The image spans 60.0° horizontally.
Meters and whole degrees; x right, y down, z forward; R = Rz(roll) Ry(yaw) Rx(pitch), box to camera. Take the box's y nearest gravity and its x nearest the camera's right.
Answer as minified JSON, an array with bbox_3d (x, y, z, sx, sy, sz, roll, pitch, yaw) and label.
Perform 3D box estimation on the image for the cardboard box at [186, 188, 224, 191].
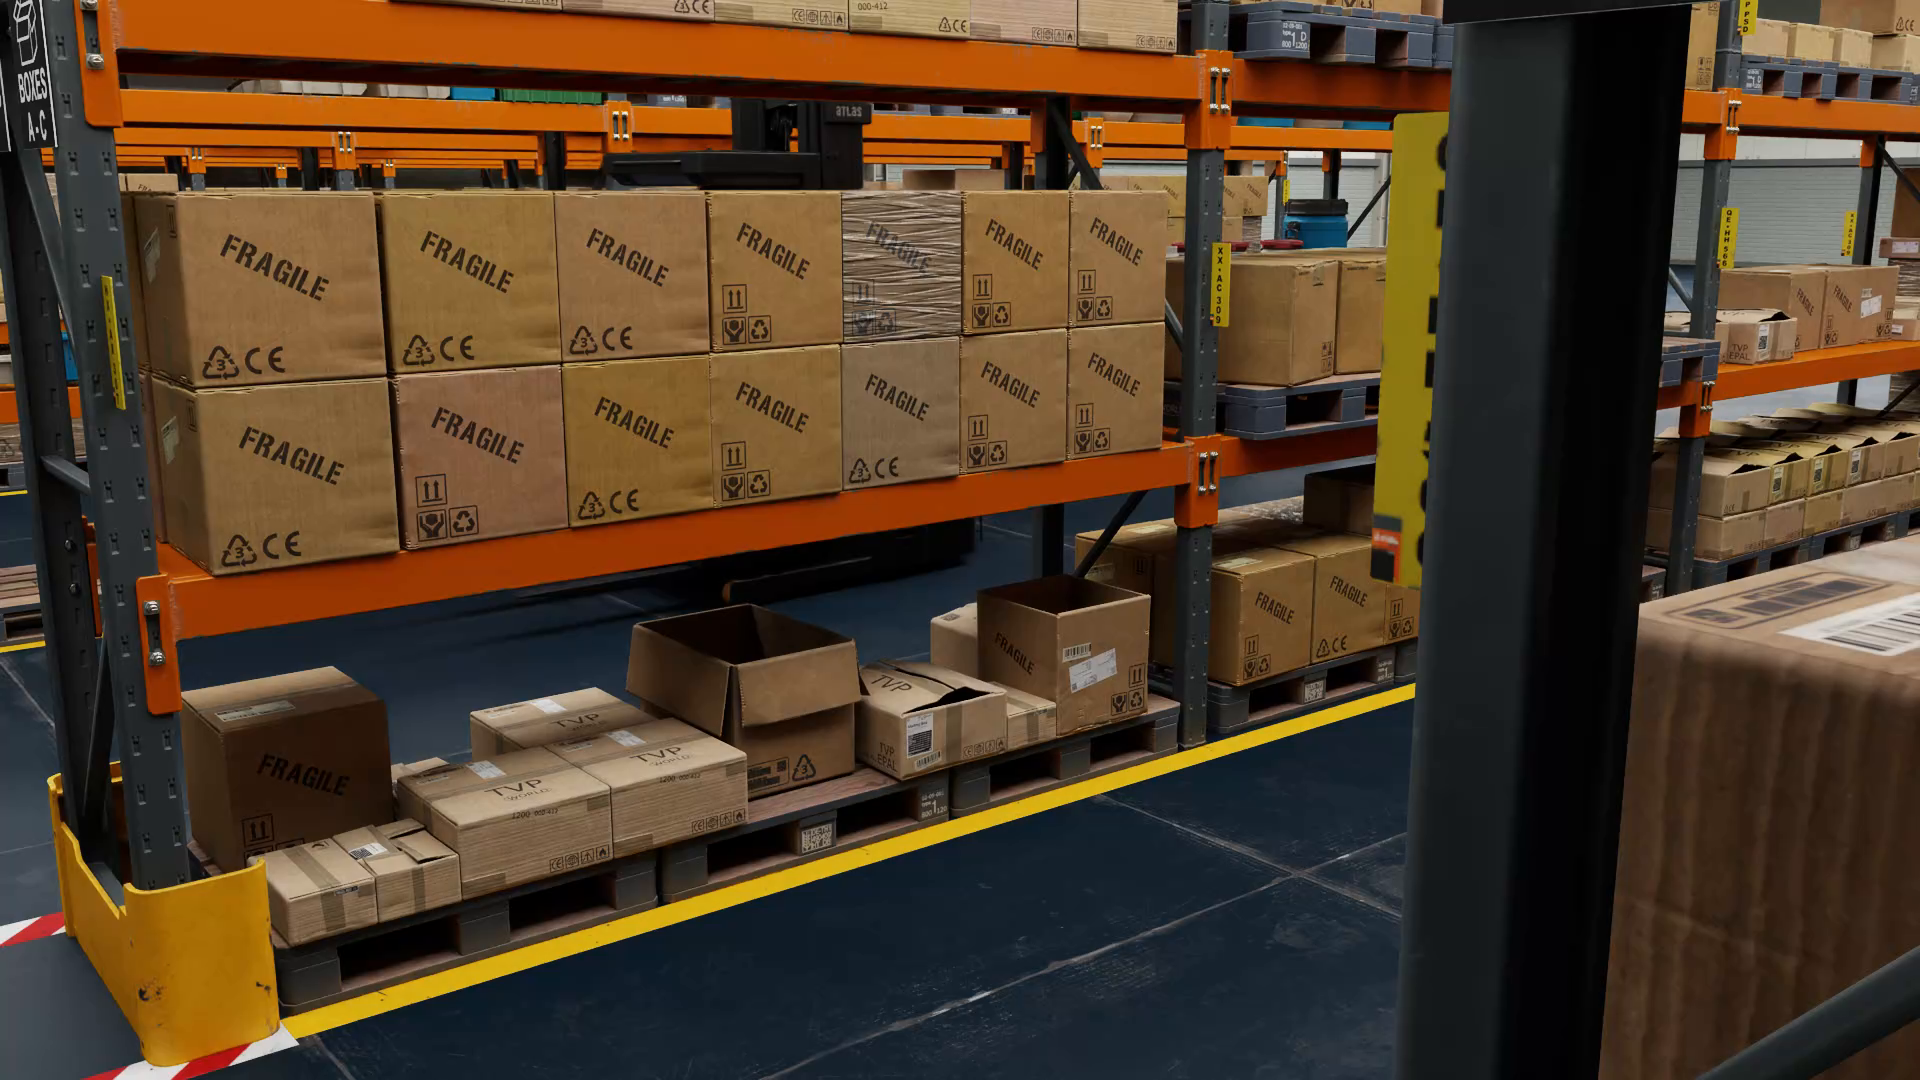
[{"bbox_3d":[-10.398,-4.571,22.786,0.500,0.500,0.500,-10,16,-39],"label":"cardboard box"}]

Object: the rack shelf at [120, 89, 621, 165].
[{"bbox_3d":[-3.971,-2.333,9.402,4.000,0.370,1.077,-9,15,-38],"label":"rack shelf"}]

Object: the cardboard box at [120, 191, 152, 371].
[{"bbox_3d":[-2.265,-0.794,4.999,0.500,0.500,0.500,-10,15,-38],"label":"cardboard box"}]

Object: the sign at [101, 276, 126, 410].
[{"bbox_3d":[-2.102,-0.489,4.127,0.005,0.325,0.100,-9,15,-38],"label":"sign"}]

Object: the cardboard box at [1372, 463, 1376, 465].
[{"bbox_3d":[2.385,-0.250,8.239,0.500,0.250,0.500,-10,15,-39],"label":"cardboard box"}]

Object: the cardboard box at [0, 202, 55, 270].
[{"bbox_3d":[-7.292,-2.352,12.821,0.500,0.500,0.500,-10,16,-39],"label":"cardboard box"}]

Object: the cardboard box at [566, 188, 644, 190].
[{"bbox_3d":[-3.471,-3.162,16.144,0.637,0.503,0.797,-9,15,-36],"label":"cardboard box"}]

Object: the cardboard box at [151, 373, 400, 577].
[{"bbox_3d":[-1.930,-0.217,4.691,0.500,0.500,0.500,-9,15,-36],"label":"cardboard box"}]

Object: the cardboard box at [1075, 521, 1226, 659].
[{"bbox_3d":[0.889,0.224,7.810,0.500,0.500,0.500,-10,15,-38],"label":"cardboard box"}]

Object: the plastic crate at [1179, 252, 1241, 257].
[{"bbox_3d":[2.167,-2.187,14.053,0.583,0.464,0.402,-9,15,-38],"label":"plastic crate"}]

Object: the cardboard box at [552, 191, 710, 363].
[{"bbox_3d":[-1.133,-0.840,5.214,0.500,0.500,0.500,-9,15,-37],"label":"cardboard box"}]

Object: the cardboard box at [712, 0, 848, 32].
[{"bbox_3d":[-0.707,-1.767,5.368,0.500,0.250,0.500,-9,15,-38],"label":"cardboard box"}]

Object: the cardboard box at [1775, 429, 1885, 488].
[{"bbox_3d":[5.604,-0.549,10.751,0.500,0.311,0.500,-10,15,-38],"label":"cardboard box"}]

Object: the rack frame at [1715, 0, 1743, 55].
[{"bbox_3d":[3.806,-4.126,8.897,0.127,3.000,1.000,-9,15,-38],"label":"rack frame"}]

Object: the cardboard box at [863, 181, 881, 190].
[{"bbox_3d":[-1.610,-4.870,23.880,0.550,0.550,0.875,-9,15,-38],"label":"cardboard box"}]

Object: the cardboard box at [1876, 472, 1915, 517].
[{"bbox_3d":[5.991,-0.339,11.111,0.500,0.250,0.500,-9,15,-36],"label":"cardboard box"}]

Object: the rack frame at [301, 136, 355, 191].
[{"bbox_3d":[-5.503,-2.280,14.645,0.127,3.000,1.000,-9,15,-38],"label":"rack frame"}]

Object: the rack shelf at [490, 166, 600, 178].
[{"bbox_3d":[-6.989,-7.105,31.877,4.000,0.370,1.077,-9,15,-38],"label":"rack shelf"}]

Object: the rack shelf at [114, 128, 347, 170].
[{"bbox_3d":[-7.065,-3.136,13.186,4.000,0.370,1.077,-9,15,-38],"label":"rack shelf"}]

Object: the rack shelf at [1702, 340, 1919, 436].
[{"bbox_3d":[5.368,-1.099,10.817,4.000,0.370,1.077,-9,15,-38],"label":"rack shelf"}]

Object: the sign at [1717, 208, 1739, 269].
[{"bbox_3d":[4.152,-1.633,8.999,0.005,0.325,0.100,-9,15,-38],"label":"sign"}]

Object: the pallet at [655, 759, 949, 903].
[{"bbox_3d":[-0.808,0.940,6.197,1.213,0.211,1.003,-9,15,-38],"label":"pallet"}]

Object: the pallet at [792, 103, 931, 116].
[{"bbox_3d":[-0.974,-3.117,11.818,1.213,0.211,1.003,-9,15,-38],"label":"pallet"}]

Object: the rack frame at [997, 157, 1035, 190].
[{"bbox_3d":[0.744,-3.318,19.533,0.127,3.000,1.000,-9,15,-38],"label":"rack frame"}]

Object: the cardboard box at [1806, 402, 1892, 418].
[{"bbox_3d":[6.451,-0.832,12.086,0.500,0.311,0.500,-9,15,-37],"label":"cardboard box"}]

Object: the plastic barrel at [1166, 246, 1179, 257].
[{"bbox_3d":[1.713,-2.273,14.343,0.421,0.512,0.421,0,12,0],"label":"plastic barrel"}]

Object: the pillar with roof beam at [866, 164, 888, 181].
[{"bbox_3d":[0.840,-9.320,33.354,0.548,9.000,9.100,-9,15,-38],"label":"pillar with roof beam"}]

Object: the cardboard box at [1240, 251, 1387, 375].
[{"bbox_3d":[1.689,-1.052,7.609,0.500,0.500,0.700,-7,14,-29],"label":"cardboard box"}]

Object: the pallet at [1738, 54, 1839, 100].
[{"bbox_3d":[4.280,-2.669,9.711,1.003,0.211,1.213,-9,15,-35],"label":"pallet"}]

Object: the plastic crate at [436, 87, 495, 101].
[{"bbox_3d":[-2.921,-2.692,9.767,0.300,0.233,0.416,-9,15,-38],"label":"plastic crate"}]

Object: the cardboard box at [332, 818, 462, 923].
[{"bbox_3d":[-1.704,0.986,5.026,0.250,0.166,0.380,-9,15,-38],"label":"cardboard box"}]

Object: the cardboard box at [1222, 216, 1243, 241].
[{"bbox_3d":[3.105,-3.880,21.224,0.500,0.500,0.875,-9,15,-38],"label":"cardboard box"}]

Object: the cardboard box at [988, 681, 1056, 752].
[{"bbox_3d":[0.159,0.685,6.486,0.250,0.149,0.380,-9,15,-38],"label":"cardboard box"}]

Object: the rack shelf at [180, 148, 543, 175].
[{"bbox_3d":[-6.961,-4.472,19.480,4.000,0.370,1.077,-9,15,-38],"label":"rack shelf"}]

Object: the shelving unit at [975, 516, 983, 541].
[{"bbox_3d":[-0.006,-0.439,11.030,0.210,0.900,0.258,-9,15,-38],"label":"shelving unit"}]

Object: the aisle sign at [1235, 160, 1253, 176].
[{"bbox_3d":[3.728,-5.165,21.975,0.004,0.787,0.394,-9,15,-38],"label":"aisle sign"}]

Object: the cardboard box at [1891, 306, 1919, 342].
[{"bbox_3d":[6.357,-1.501,11.301,0.258,0.266,0.396,-10,16,-39],"label":"cardboard box"}]

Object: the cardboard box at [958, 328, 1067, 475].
[{"bbox_3d":[0.051,-0.548,6.248,0.500,0.500,0.500,-9,15,-36],"label":"cardboard box"}]

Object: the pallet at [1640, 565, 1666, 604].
[{"bbox_3d":[3.199,0.263,9.382,1.213,0.211,1.003,-9,15,-38],"label":"pallet"}]

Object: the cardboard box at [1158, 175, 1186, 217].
[{"bbox_3d":[2.418,-4.215,20.395,0.500,0.500,0.500,-9,15,-38],"label":"cardboard box"}]

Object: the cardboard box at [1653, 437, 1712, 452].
[{"bbox_3d":[4.463,-0.503,10.534,0.500,0.311,0.500,-10,15,-39],"label":"cardboard box"}]

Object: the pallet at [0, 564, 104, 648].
[{"bbox_3d":[-4.864,0.306,9.181,1.213,0.211,1.003,-9,15,-38],"label":"pallet"}]

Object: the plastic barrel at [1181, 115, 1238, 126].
[{"bbox_3d":[2.002,-3.829,13.685,0.708,0.830,0.600,-9,15,-38],"label":"plastic barrel"}]

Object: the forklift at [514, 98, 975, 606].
[{"bbox_3d":[-1.357,-1.174,9.602,3.031,2.935,1.130,-10,16,-39],"label":"forklift"}]

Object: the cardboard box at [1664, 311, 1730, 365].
[{"bbox_3d":[4.117,-1.188,9.718,0.500,0.311,0.500,-8,15,-34],"label":"cardboard box"}]

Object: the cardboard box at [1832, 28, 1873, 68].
[{"bbox_3d":[5.398,-3.072,10.503,0.500,0.250,0.500,-11,16,-42],"label":"cardboard box"}]

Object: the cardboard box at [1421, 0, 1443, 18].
[{"bbox_3d":[2.162,-2.670,7.768,0.600,0.600,0.600,-10,16,-40],"label":"cardboard box"}]

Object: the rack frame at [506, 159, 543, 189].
[{"bbox_3d":[-5.399,-3.617,20.939,0.127,3.000,1.000,-9,15,-38],"label":"rack frame"}]

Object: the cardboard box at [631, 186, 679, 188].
[{"bbox_3d":[-4.968,-5.631,27.061,0.500,0.500,0.700,-10,15,-38],"label":"cardboard box"}]
